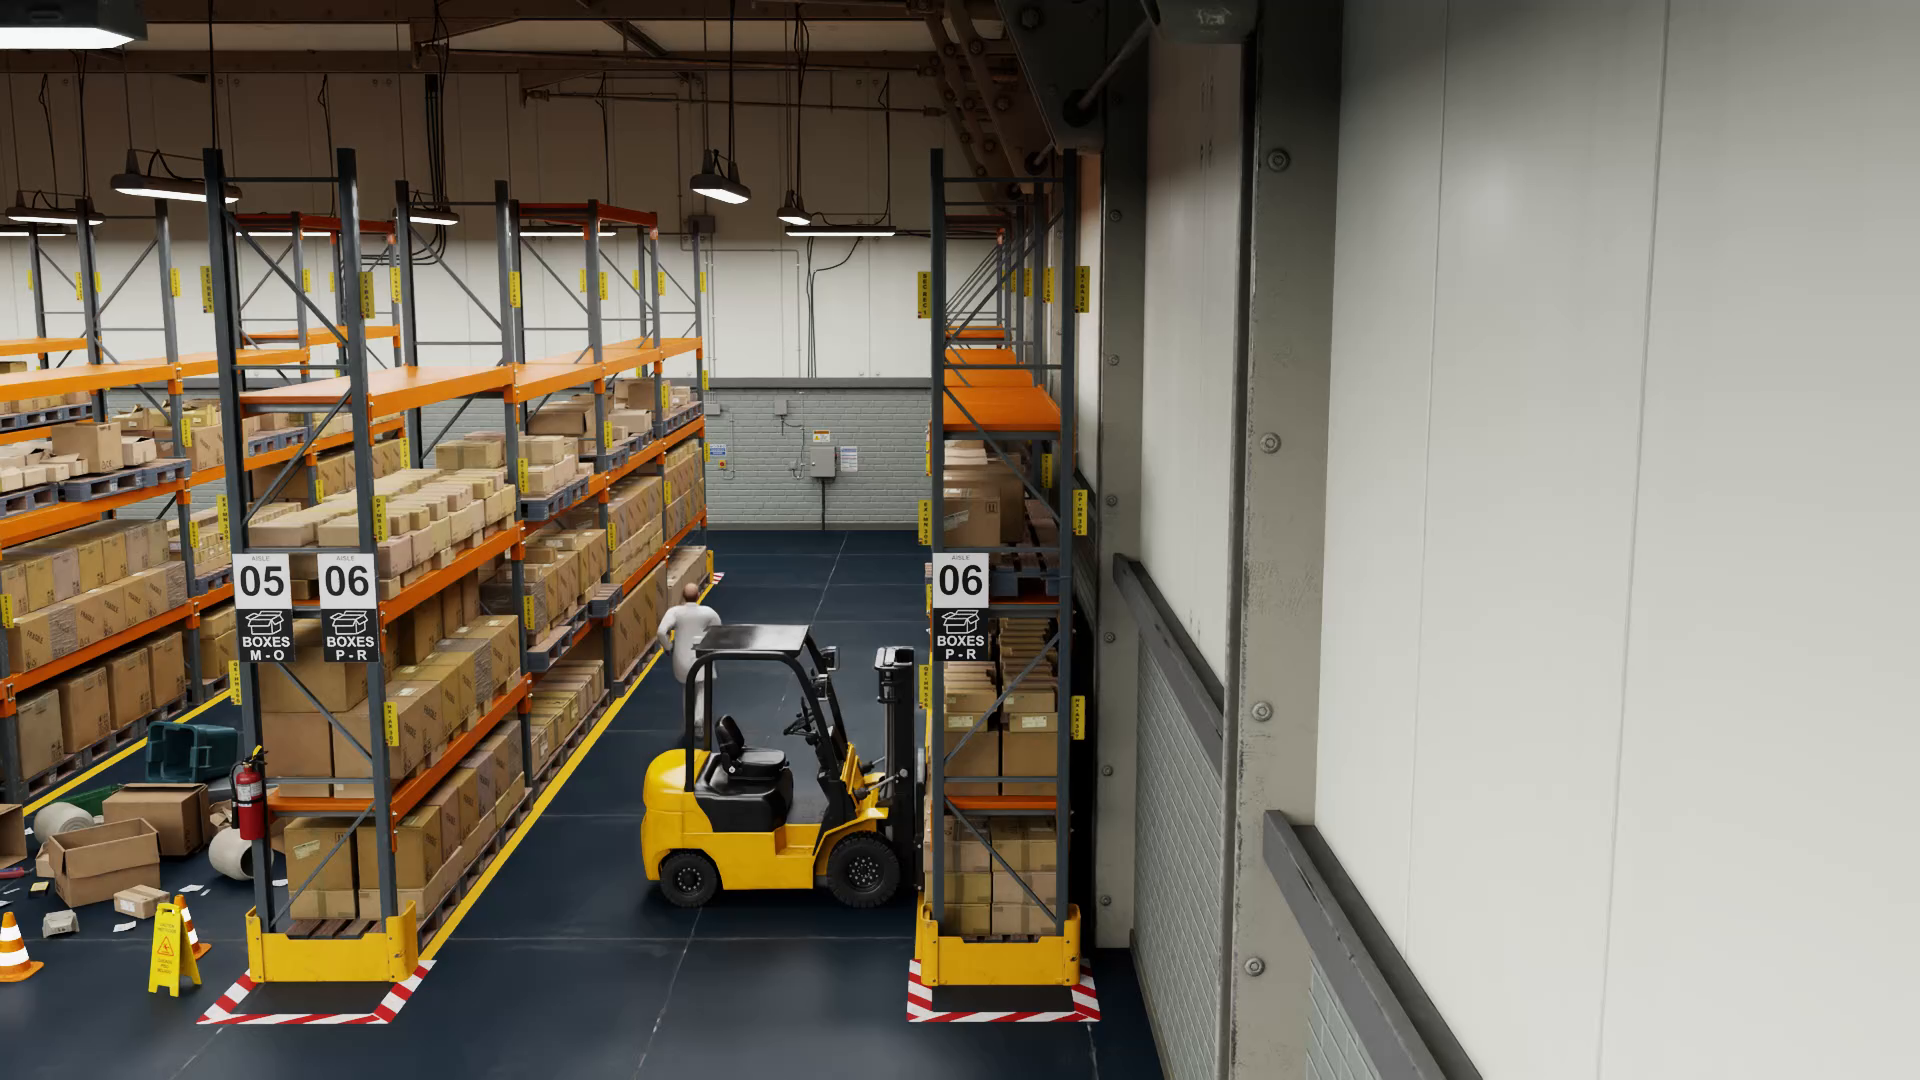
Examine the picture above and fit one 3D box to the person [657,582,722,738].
[{"bbox_3d":[-2.976,1.336,18.503,0.720,1.755,1.030,-1,9,-3],"label":"person"}]
